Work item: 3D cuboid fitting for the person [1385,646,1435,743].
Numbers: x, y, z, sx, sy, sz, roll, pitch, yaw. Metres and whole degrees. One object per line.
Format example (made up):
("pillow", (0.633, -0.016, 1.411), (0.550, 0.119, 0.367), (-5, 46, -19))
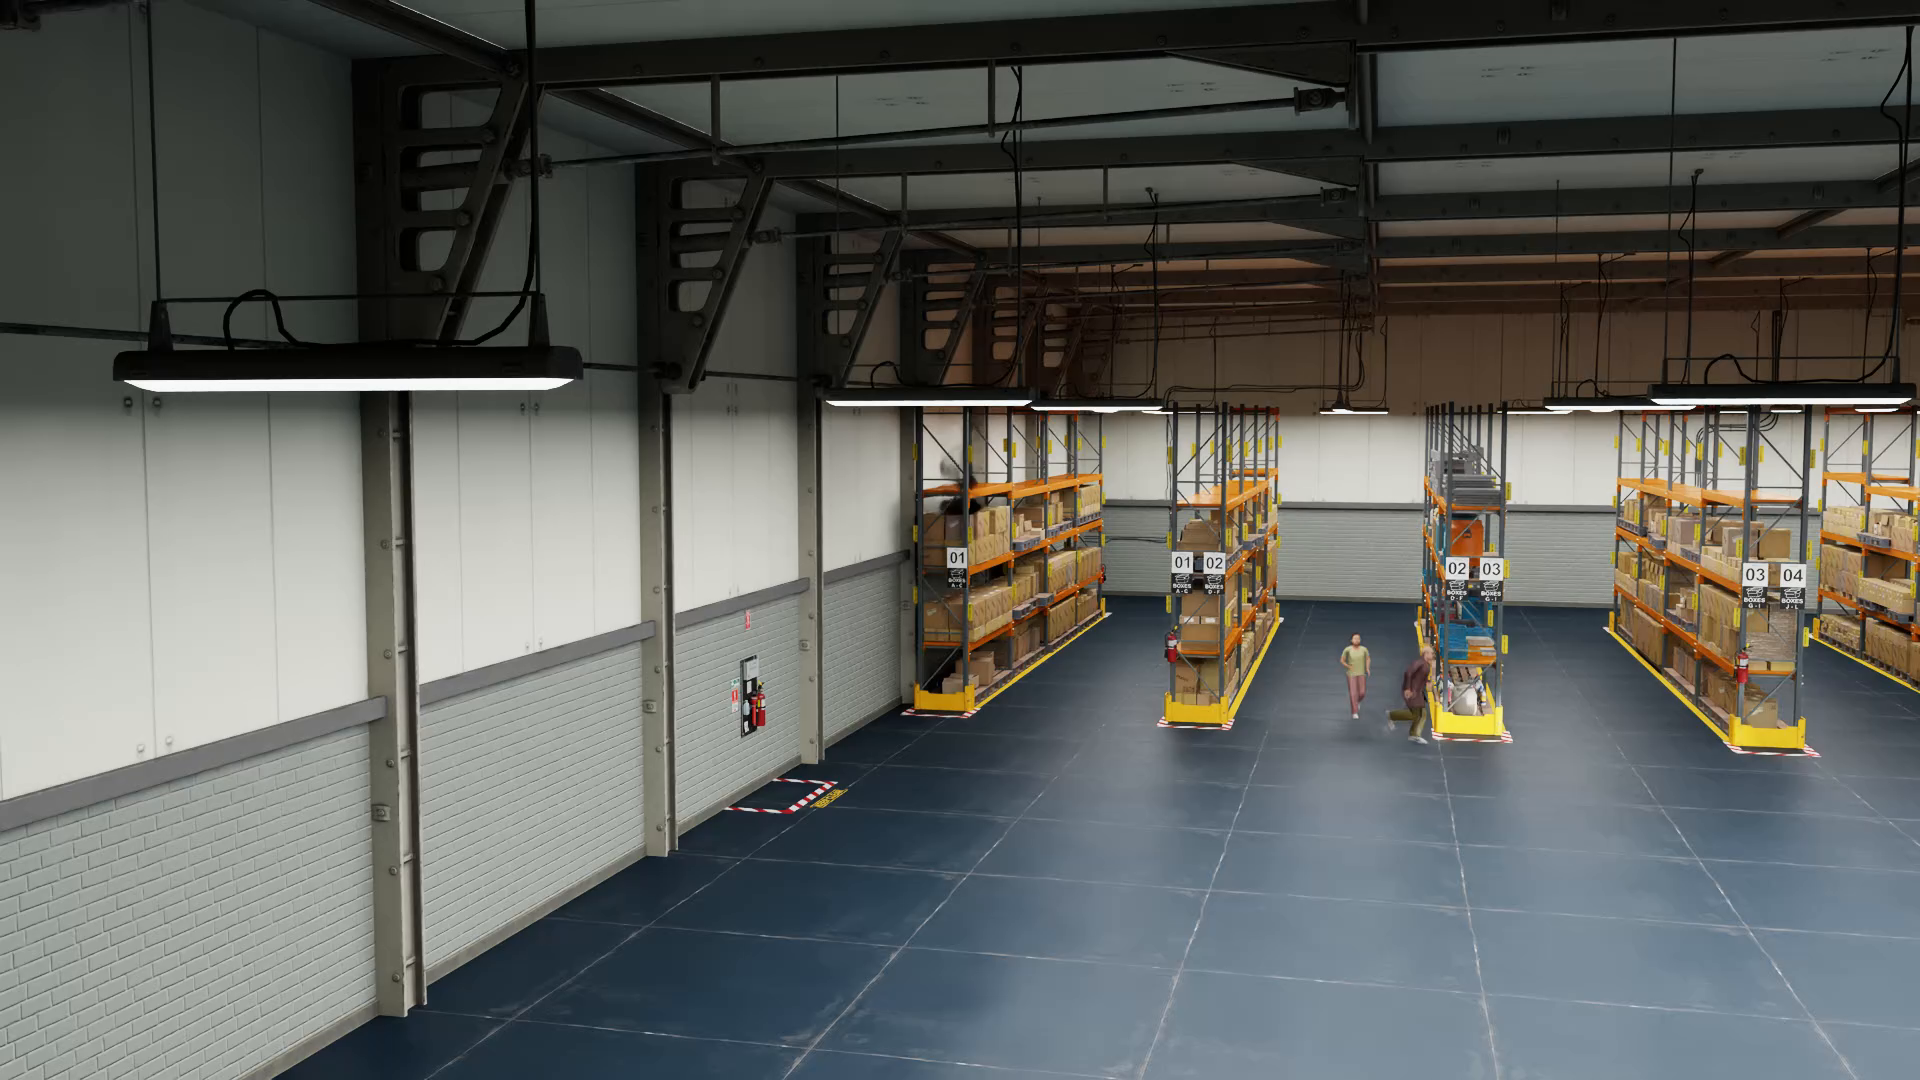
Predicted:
("person", (7.976, 2.720, 29.399), (0.804, 1.724, 0.703), (2, 5, 25))

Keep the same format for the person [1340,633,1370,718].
("person", (7.540, 2.583, 31.668), (0.580, 1.620, 0.553), (0, 4, 3))

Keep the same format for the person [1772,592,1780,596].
("person", (20.907, 1.722, 42.219), (0.606, 1.850, 0.800), (1, 4, 16))
